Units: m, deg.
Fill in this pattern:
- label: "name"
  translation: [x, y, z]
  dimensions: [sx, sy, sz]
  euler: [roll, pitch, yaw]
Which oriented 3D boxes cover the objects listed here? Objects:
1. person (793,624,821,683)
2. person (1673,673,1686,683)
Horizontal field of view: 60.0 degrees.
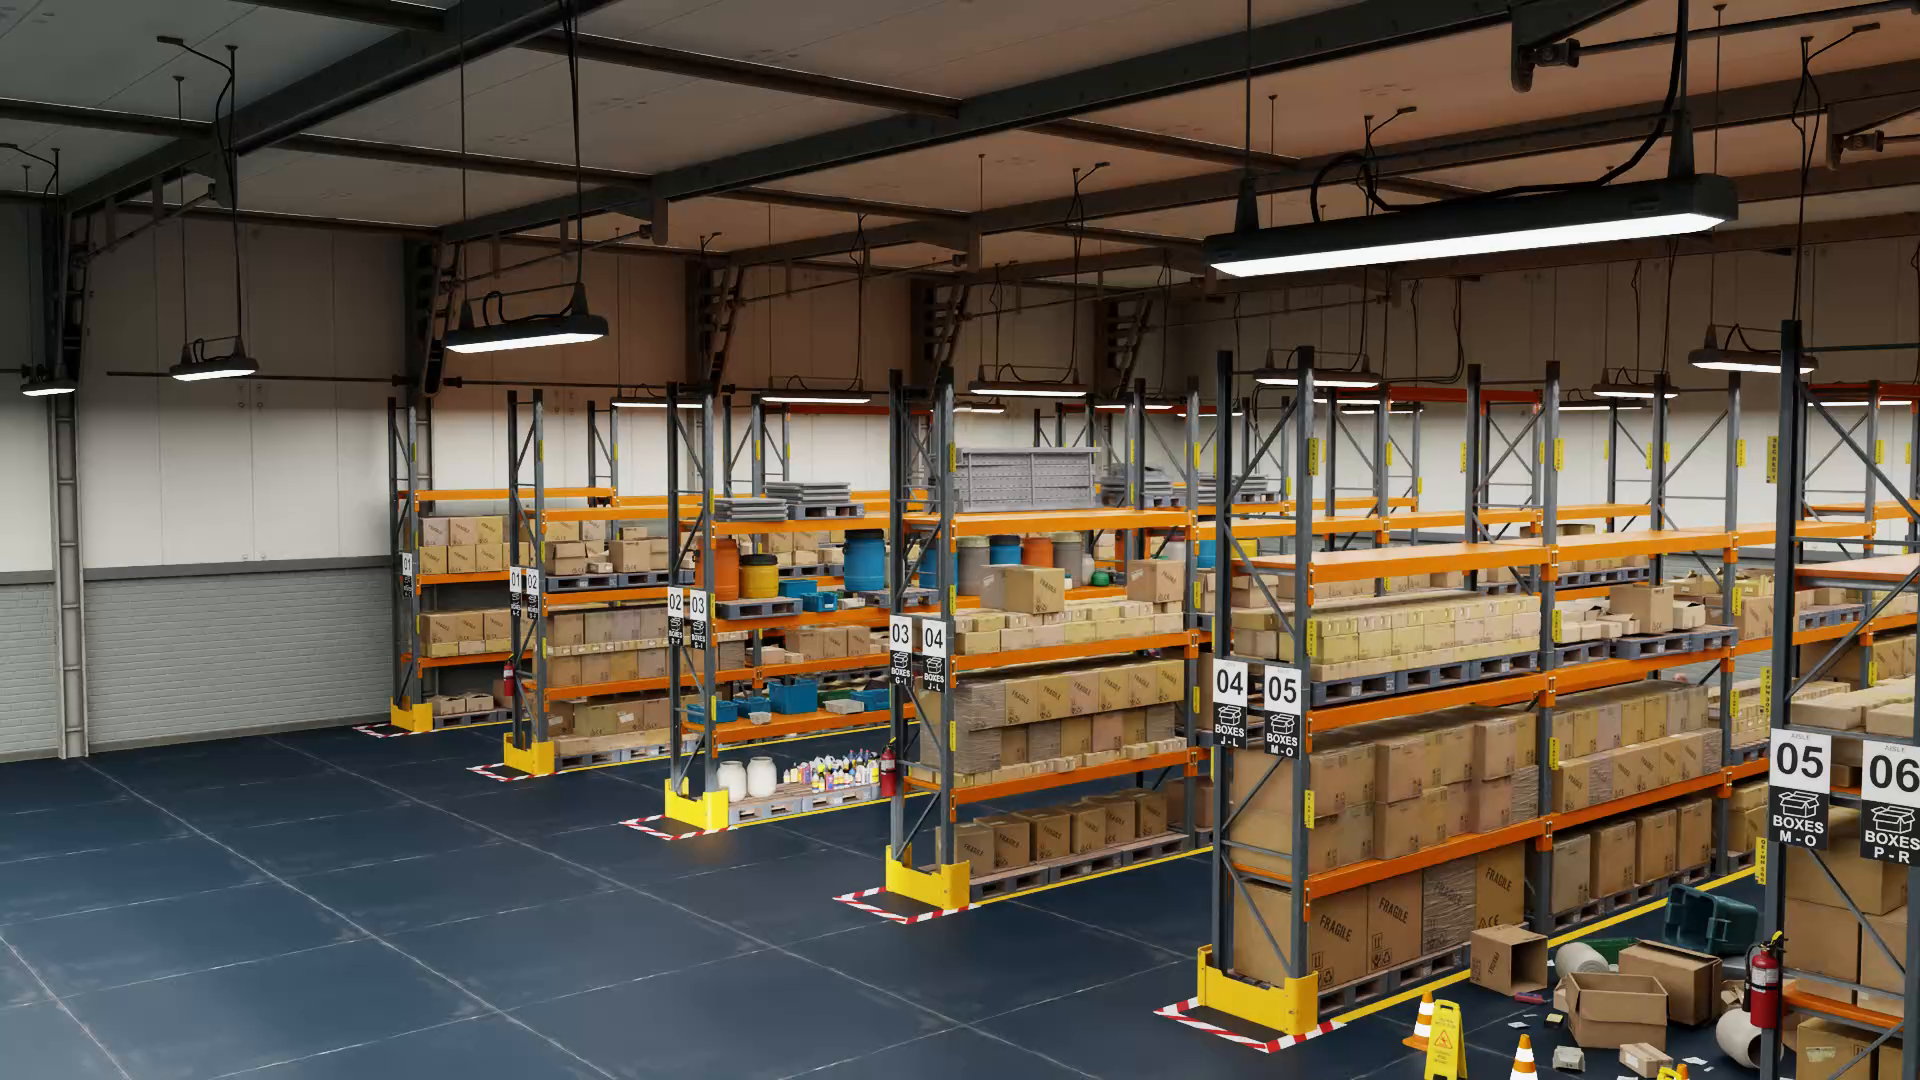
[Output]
- label: "person"
  translation: [-3.074, 2.116, 32.965]
  dimensions: [0.631, 1.890, 0.723]
  euler: [3, 5, 44]
- label: "person"
  translation: [10.783, 2.861, 24.812]
  dimensions: [0.903, 1.776, 0.659]
  euler: [-3, 4, -42]
